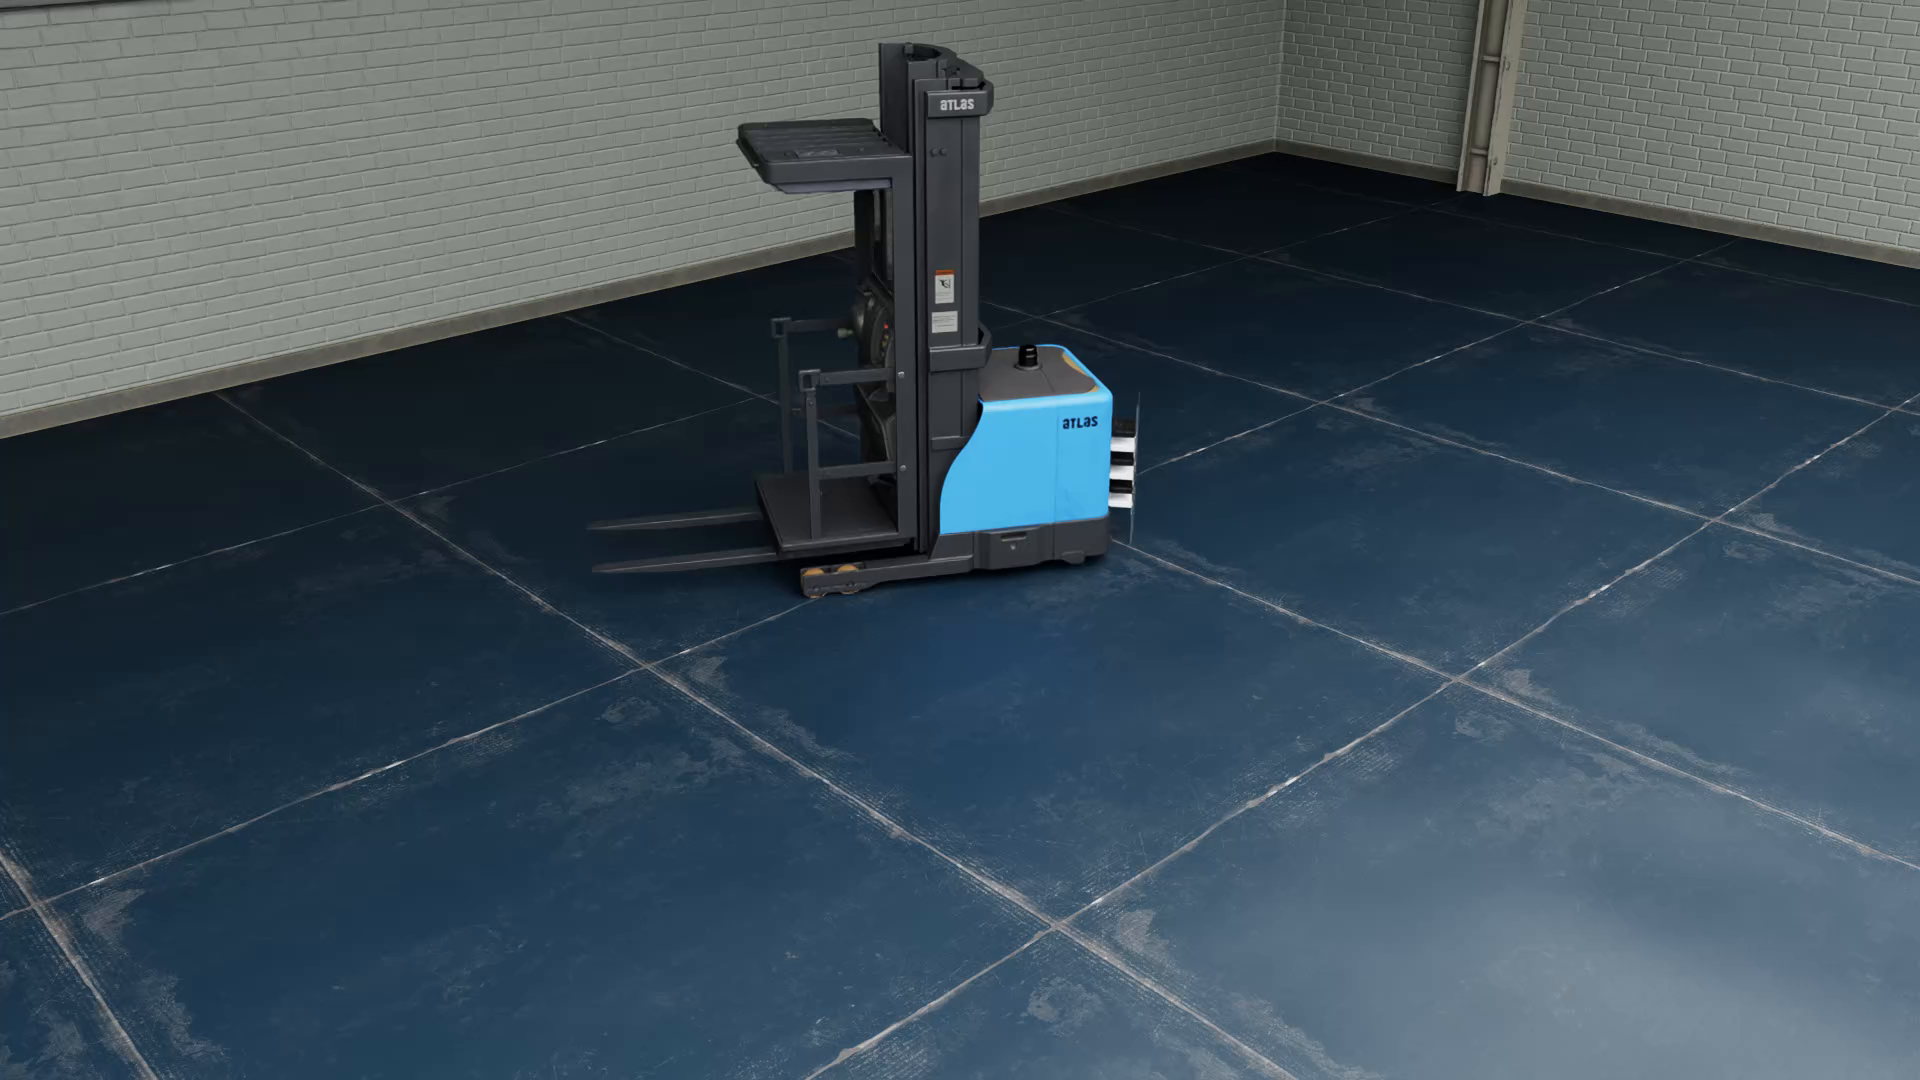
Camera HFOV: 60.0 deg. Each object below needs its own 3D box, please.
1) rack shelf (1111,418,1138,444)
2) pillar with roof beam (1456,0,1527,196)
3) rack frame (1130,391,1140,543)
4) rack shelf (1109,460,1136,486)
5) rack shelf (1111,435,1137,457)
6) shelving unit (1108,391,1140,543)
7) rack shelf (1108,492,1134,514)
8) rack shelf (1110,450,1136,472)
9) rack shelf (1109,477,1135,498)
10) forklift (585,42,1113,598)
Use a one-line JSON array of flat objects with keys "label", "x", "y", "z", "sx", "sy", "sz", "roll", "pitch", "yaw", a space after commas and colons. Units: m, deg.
[{"label": "rack shelf", "x": 0.966, "y": -0.662, "z": 10.042, "sx": 0.200, "sy": 0.077, "sz": 0.258, "roll": 4, "pitch": 24, "yaw": 8}, {"label": "pillar with roof beam", "x": 2.772, "y": -6.852, "z": 14.427, "sx": 9.100, "sy": 9.000, "sz": 0.400, "roll": -21, "pitch": 32, "yaw": -38}, {"label": "rack frame", "x": 1.066, "y": -0.439, "z": 10.122, "sx": 0.006, "sy": 0.900, "sz": 0.240, "roll": 4, "pitch": 24, "yaw": 8}, {"label": "rack shelf", "x": 0.966, "y": -0.415, "z": 10.150, "sx": 0.200, "sy": 0.077, "sz": 0.258, "roll": 4, "pitch": 24, "yaw": 8}, {"label": "rack shelf", "x": 0.966, "y": -0.580, "z": 10.078, "sx": 0.200, "sy": 0.077, "sz": 0.258, "roll": 4, "pitch": 24, "yaw": 8}, {"label": "shelving unit", "x": 0.966, "y": -0.445, "z": 10.137, "sx": 0.210, "sy": 0.900, "sz": 0.258, "roll": 4, "pitch": 24, "yaw": 8}, {"label": "rack shelf", "x": 0.965, "y": -0.250, "z": 10.222, "sx": 0.200, "sy": 0.077, "sz": 0.258, "roll": 4, "pitch": 24, "yaw": 8}, {"label": "rack shelf", "x": 0.966, "y": -0.497, "z": 10.114, "sx": 0.200, "sy": 0.077, "sz": 0.258, "roll": 4, "pitch": 24, "yaw": 8}, {"label": "rack shelf", "x": 0.965, "y": -0.332, "z": 10.186, "sx": 0.200, "sy": 0.077, "sz": 0.258, "roll": 4, "pitch": 24, "yaw": 8}, {"label": "forklift", "x": -0.681, "y": -1.242, "z": 9.440, "sx": 3.031, "sy": 2.935, "sz": 1.130, "roll": -6, "pitch": 25, "yaw": -13}]
